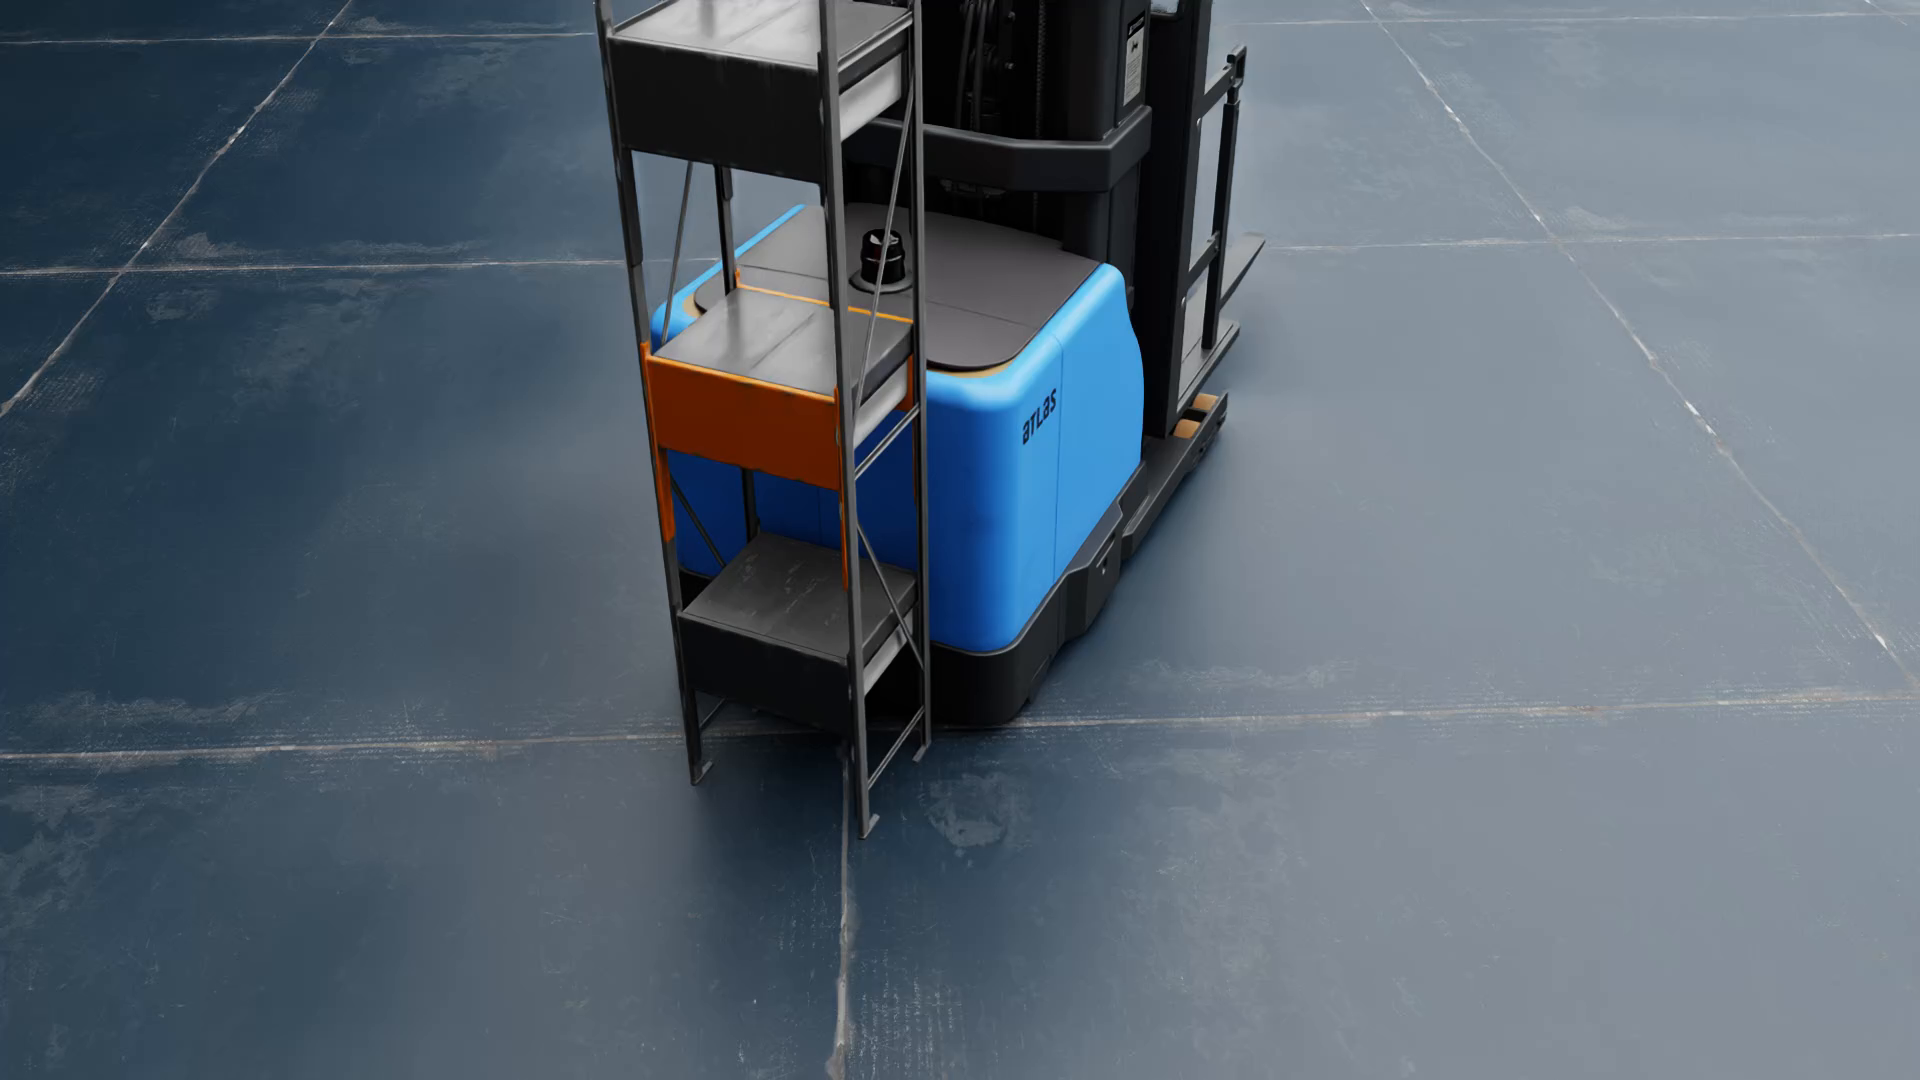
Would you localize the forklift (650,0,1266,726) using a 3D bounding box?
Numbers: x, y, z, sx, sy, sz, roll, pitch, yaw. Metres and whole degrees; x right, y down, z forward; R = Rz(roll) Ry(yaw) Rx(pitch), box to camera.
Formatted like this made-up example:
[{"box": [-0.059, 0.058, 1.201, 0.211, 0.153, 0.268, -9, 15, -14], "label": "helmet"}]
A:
[{"box": [0.272, -1.539, 4.899, 1.130, 2.935, 3.031, 15, 37, 20], "label": "forklift"}]

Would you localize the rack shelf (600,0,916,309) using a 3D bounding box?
[{"box": [-0.388, -0.836, 3.406, 0.480, 0.518, 0.431, 14, 37, 20], "label": "rack shelf"}]

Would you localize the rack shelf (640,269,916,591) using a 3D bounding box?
[{"box": [-0.388, -0.260, 3.805, 0.480, 0.518, 0.431, 14, 37, 20], "label": "rack shelf"}]

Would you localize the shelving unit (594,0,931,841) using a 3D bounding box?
[{"box": [-0.388, -0.271, 3.797, 0.503, 2.100, 0.431, 14, 37, 20], "label": "shelving unit"}]

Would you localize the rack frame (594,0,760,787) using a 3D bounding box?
[{"box": [-0.611, -0.328, 3.879, 0.015, 2.100, 0.400, 14, 37, 20], "label": "rack frame"}]

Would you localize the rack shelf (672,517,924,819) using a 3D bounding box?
[{"box": [-0.388, 0.316, 4.203, 0.480, 0.518, 0.431, 14, 37, 20], "label": "rack shelf"}]

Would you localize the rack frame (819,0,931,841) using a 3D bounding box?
[{"box": [-0.165, -0.215, 3.715, 0.015, 2.100, 0.400, 14, 37, 20], "label": "rack frame"}]
